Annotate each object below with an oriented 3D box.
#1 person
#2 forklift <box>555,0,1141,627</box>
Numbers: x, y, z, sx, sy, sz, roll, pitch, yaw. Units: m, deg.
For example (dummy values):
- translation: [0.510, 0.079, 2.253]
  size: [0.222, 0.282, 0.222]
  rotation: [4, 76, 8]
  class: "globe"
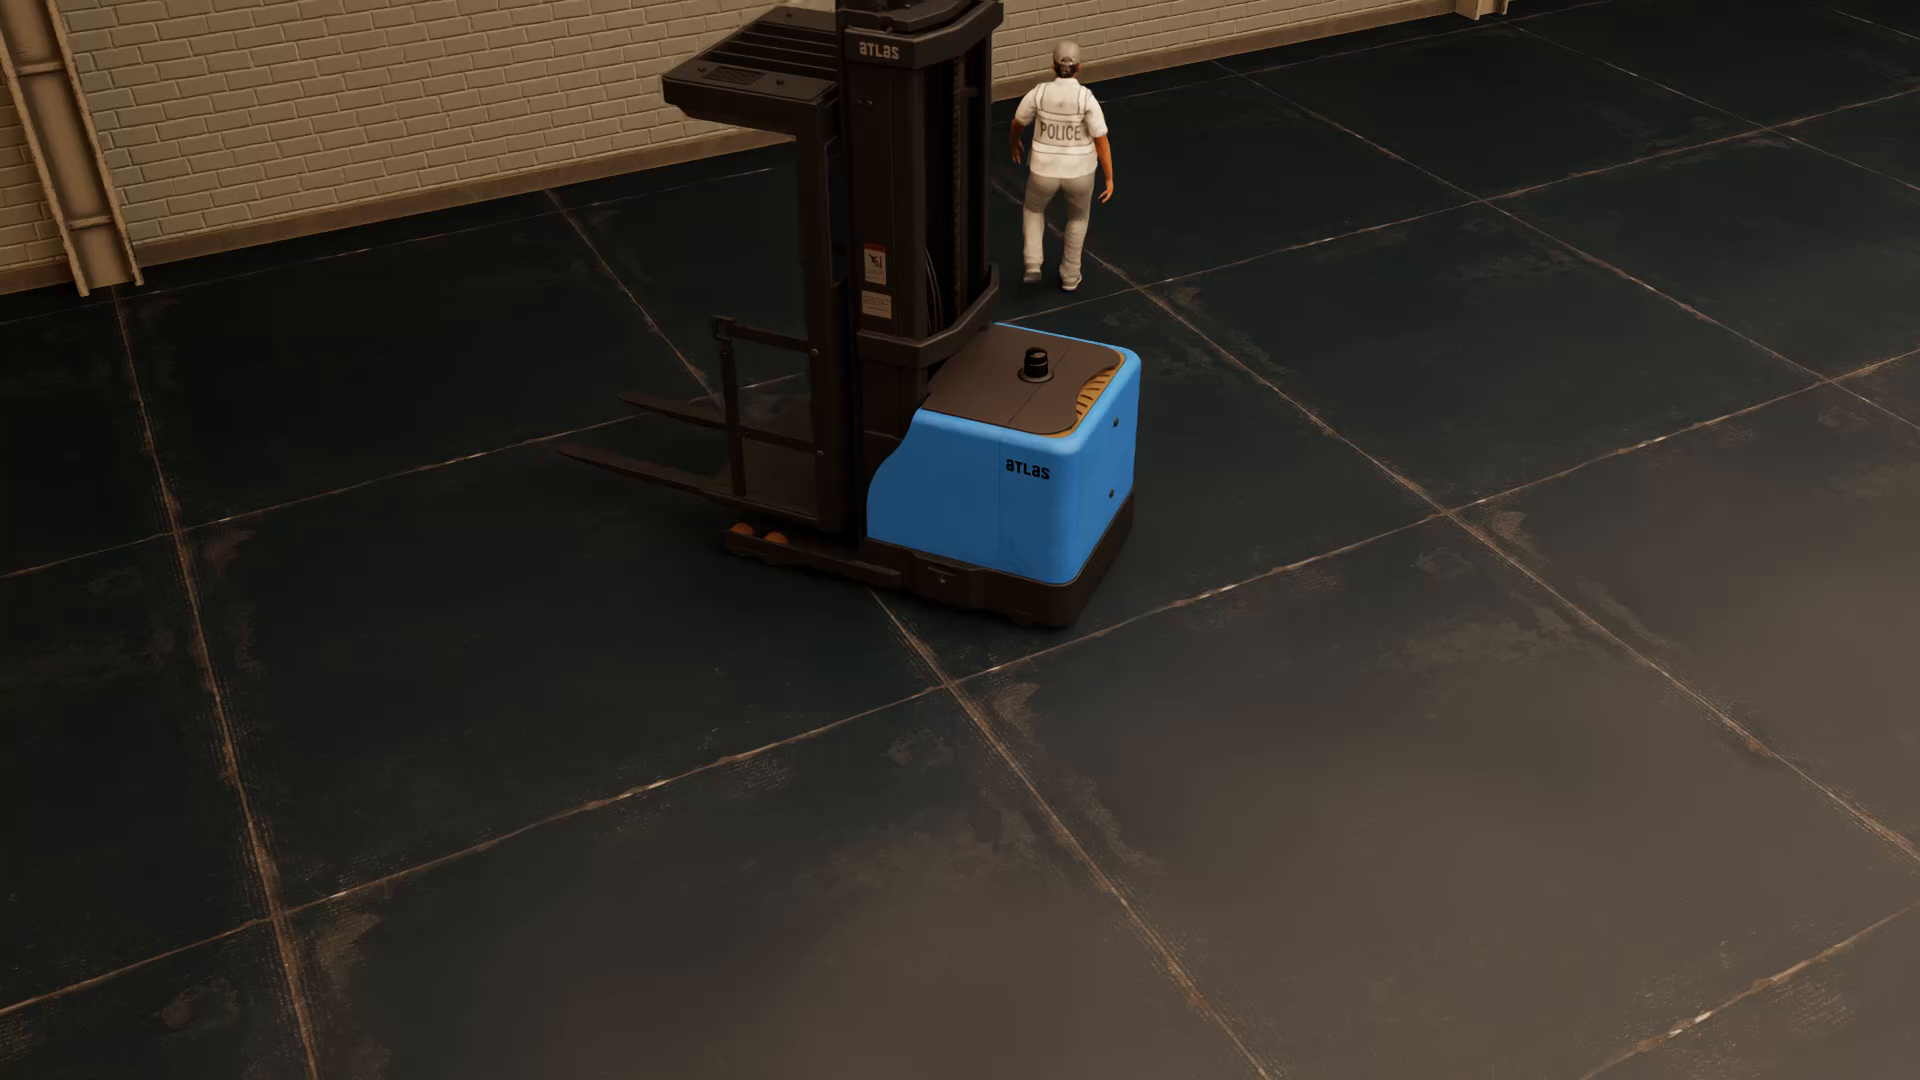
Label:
- translation: [0.638, -2.336, 10.549]
  size: [0.689, 1.647, 0.511]
  rotation: [6, 36, 8]
  class: "person"
- translation: [-0.666, -1.332, 8.008]
  size: [3.031, 2.935, 1.130]
  rotation: [14, 38, 19]
  class: "forklift"
